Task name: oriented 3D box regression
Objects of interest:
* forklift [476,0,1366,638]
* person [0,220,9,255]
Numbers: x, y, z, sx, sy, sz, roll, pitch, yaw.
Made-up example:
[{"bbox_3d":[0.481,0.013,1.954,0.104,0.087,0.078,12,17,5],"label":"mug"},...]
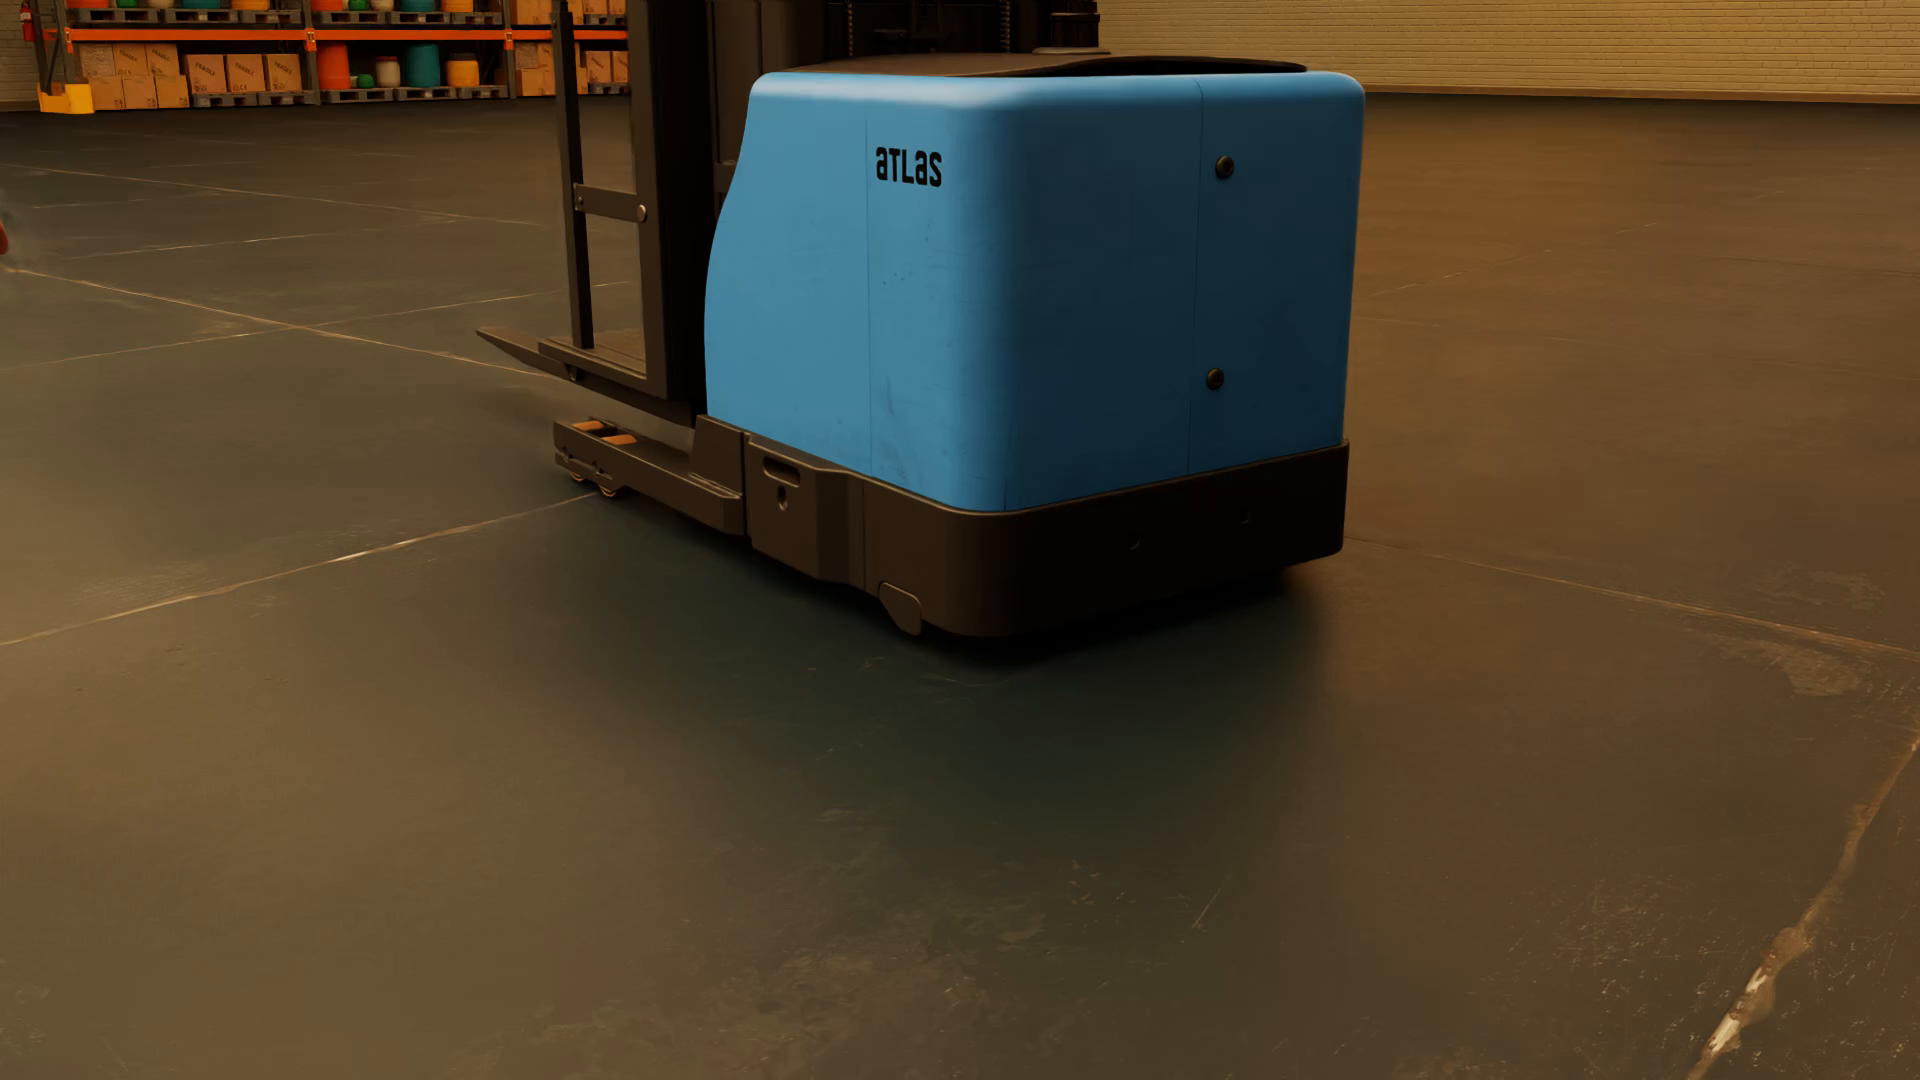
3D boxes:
[{"bbox_3d":[-0.431,-1.584,4.114,1.130,2.935,3.031,-12,21,-34],"label":"forklift"},{"bbox_3d":[-1.923,-0.373,2.419,0.674,1.722,0.773,11,20,31],"label":"person"}]
